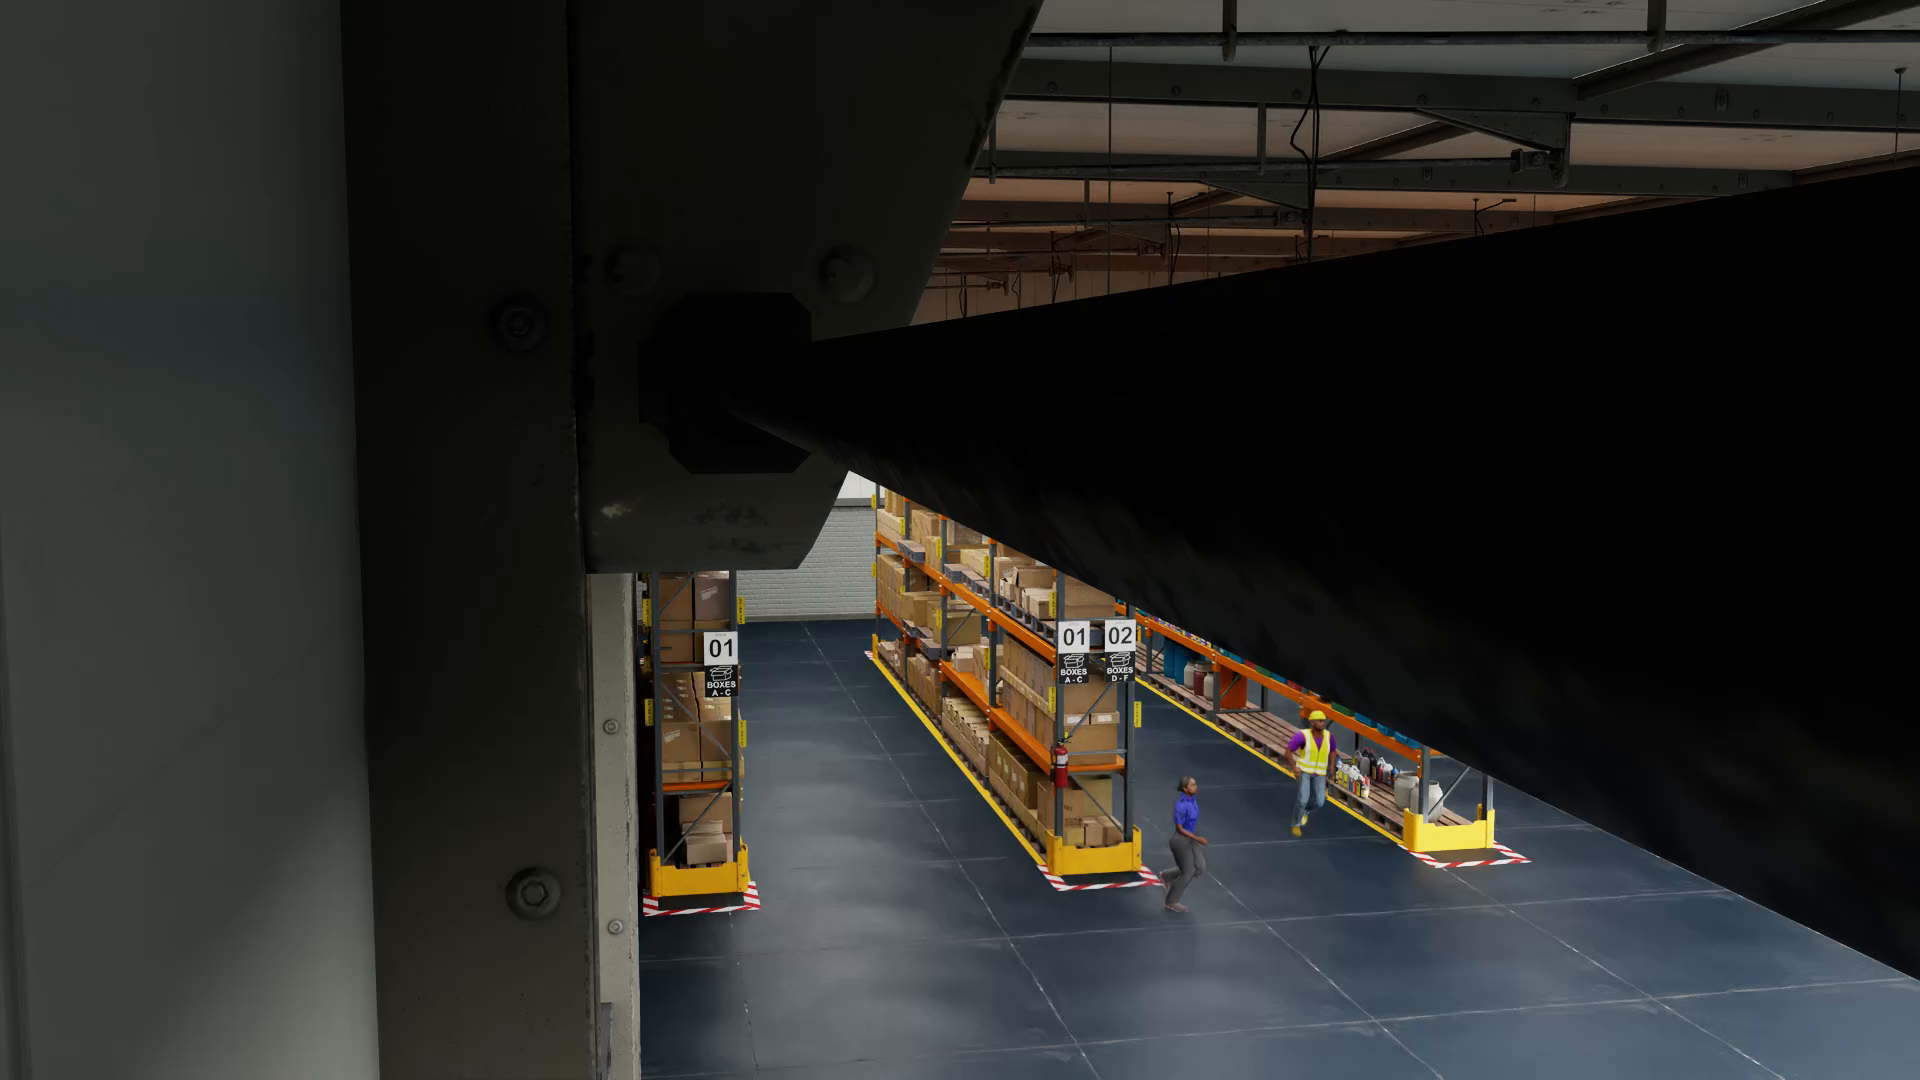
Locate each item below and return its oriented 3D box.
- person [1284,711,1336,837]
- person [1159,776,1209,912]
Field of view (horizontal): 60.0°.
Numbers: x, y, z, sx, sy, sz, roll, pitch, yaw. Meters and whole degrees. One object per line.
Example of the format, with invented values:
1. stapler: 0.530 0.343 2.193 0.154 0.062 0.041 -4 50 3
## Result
1. person: 4.804 3.172 22.666 0.756 1.716 0.537 -1 6 -8
2. person: 2.637 3.550 19.485 0.626 1.608 0.600 3 6 23
